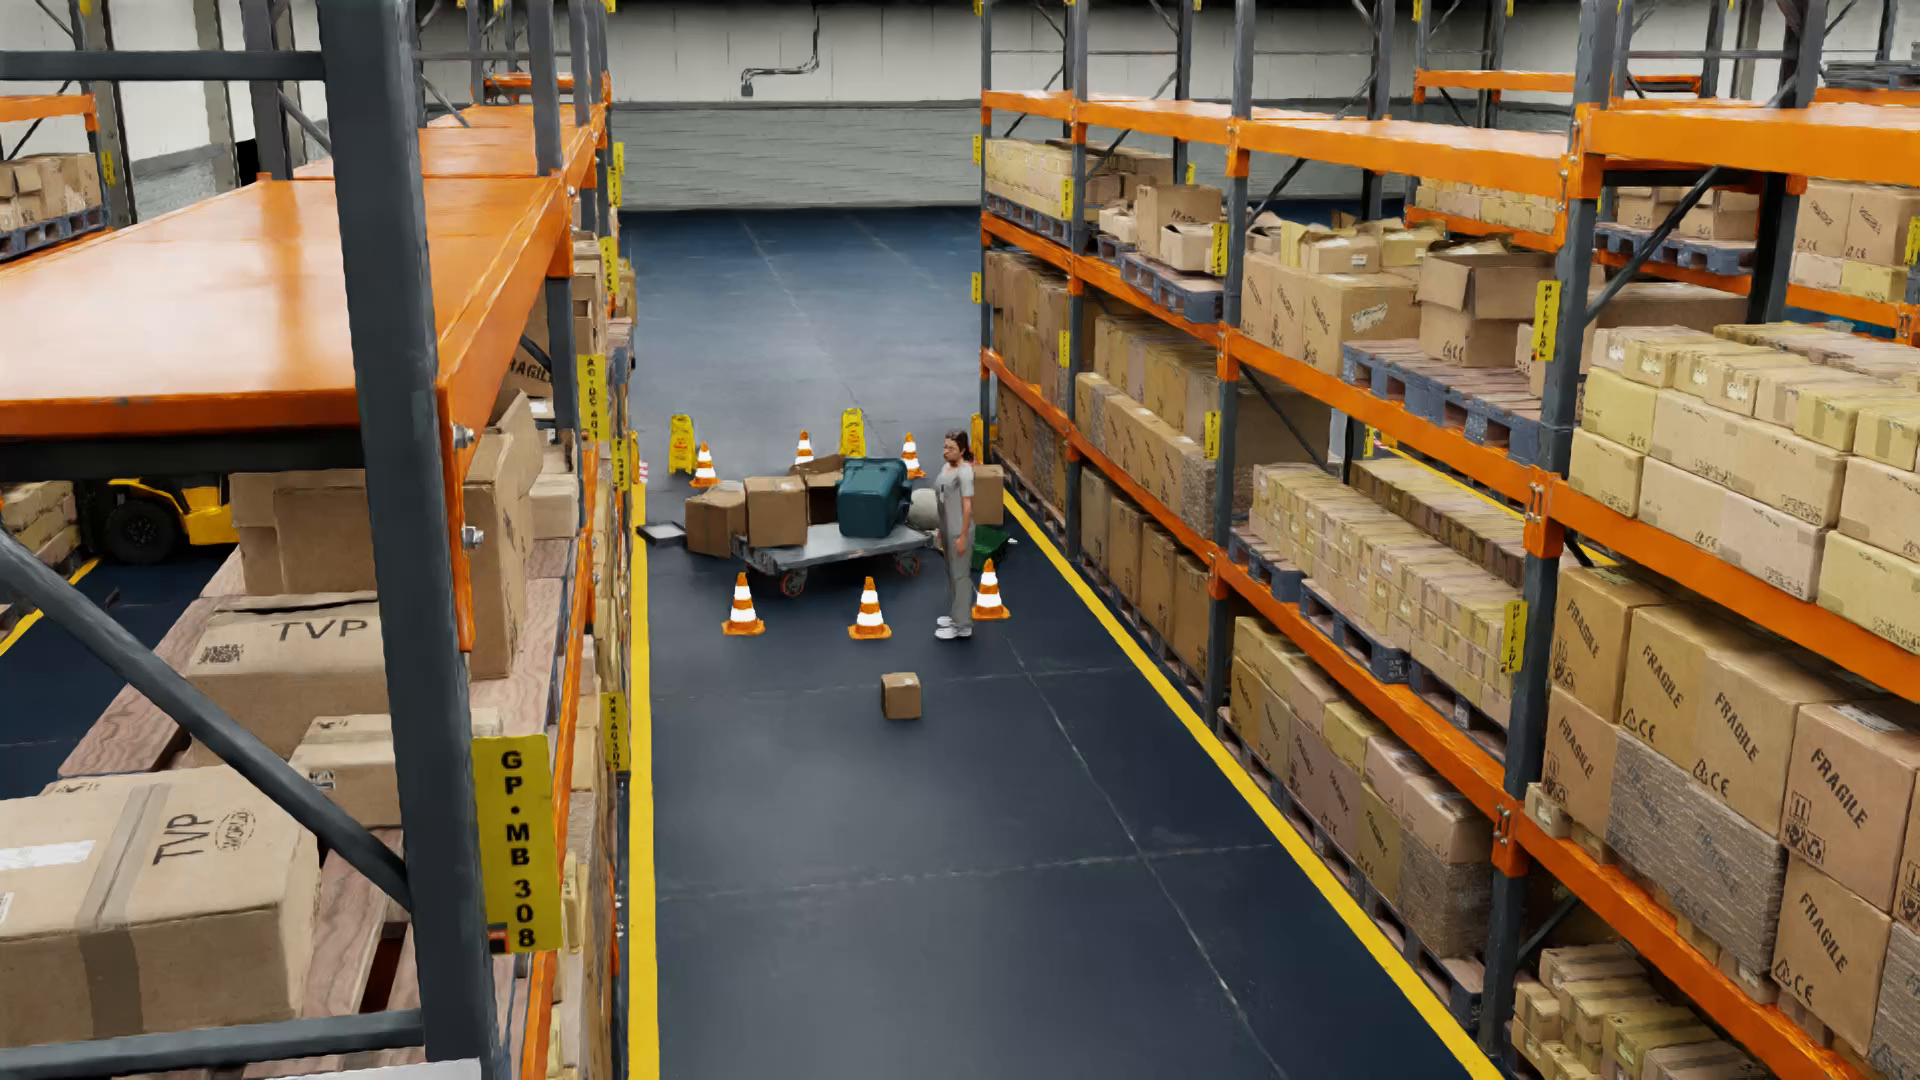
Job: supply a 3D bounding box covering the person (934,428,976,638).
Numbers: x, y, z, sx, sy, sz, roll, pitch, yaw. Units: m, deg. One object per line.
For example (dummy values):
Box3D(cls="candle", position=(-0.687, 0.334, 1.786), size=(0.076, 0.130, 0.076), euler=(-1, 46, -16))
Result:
Box3D(cls="person", position=(-0.058, -0.045, 13.162), size=(0.359, 1.648, 0.527), euler=(-6, 17, -18))
